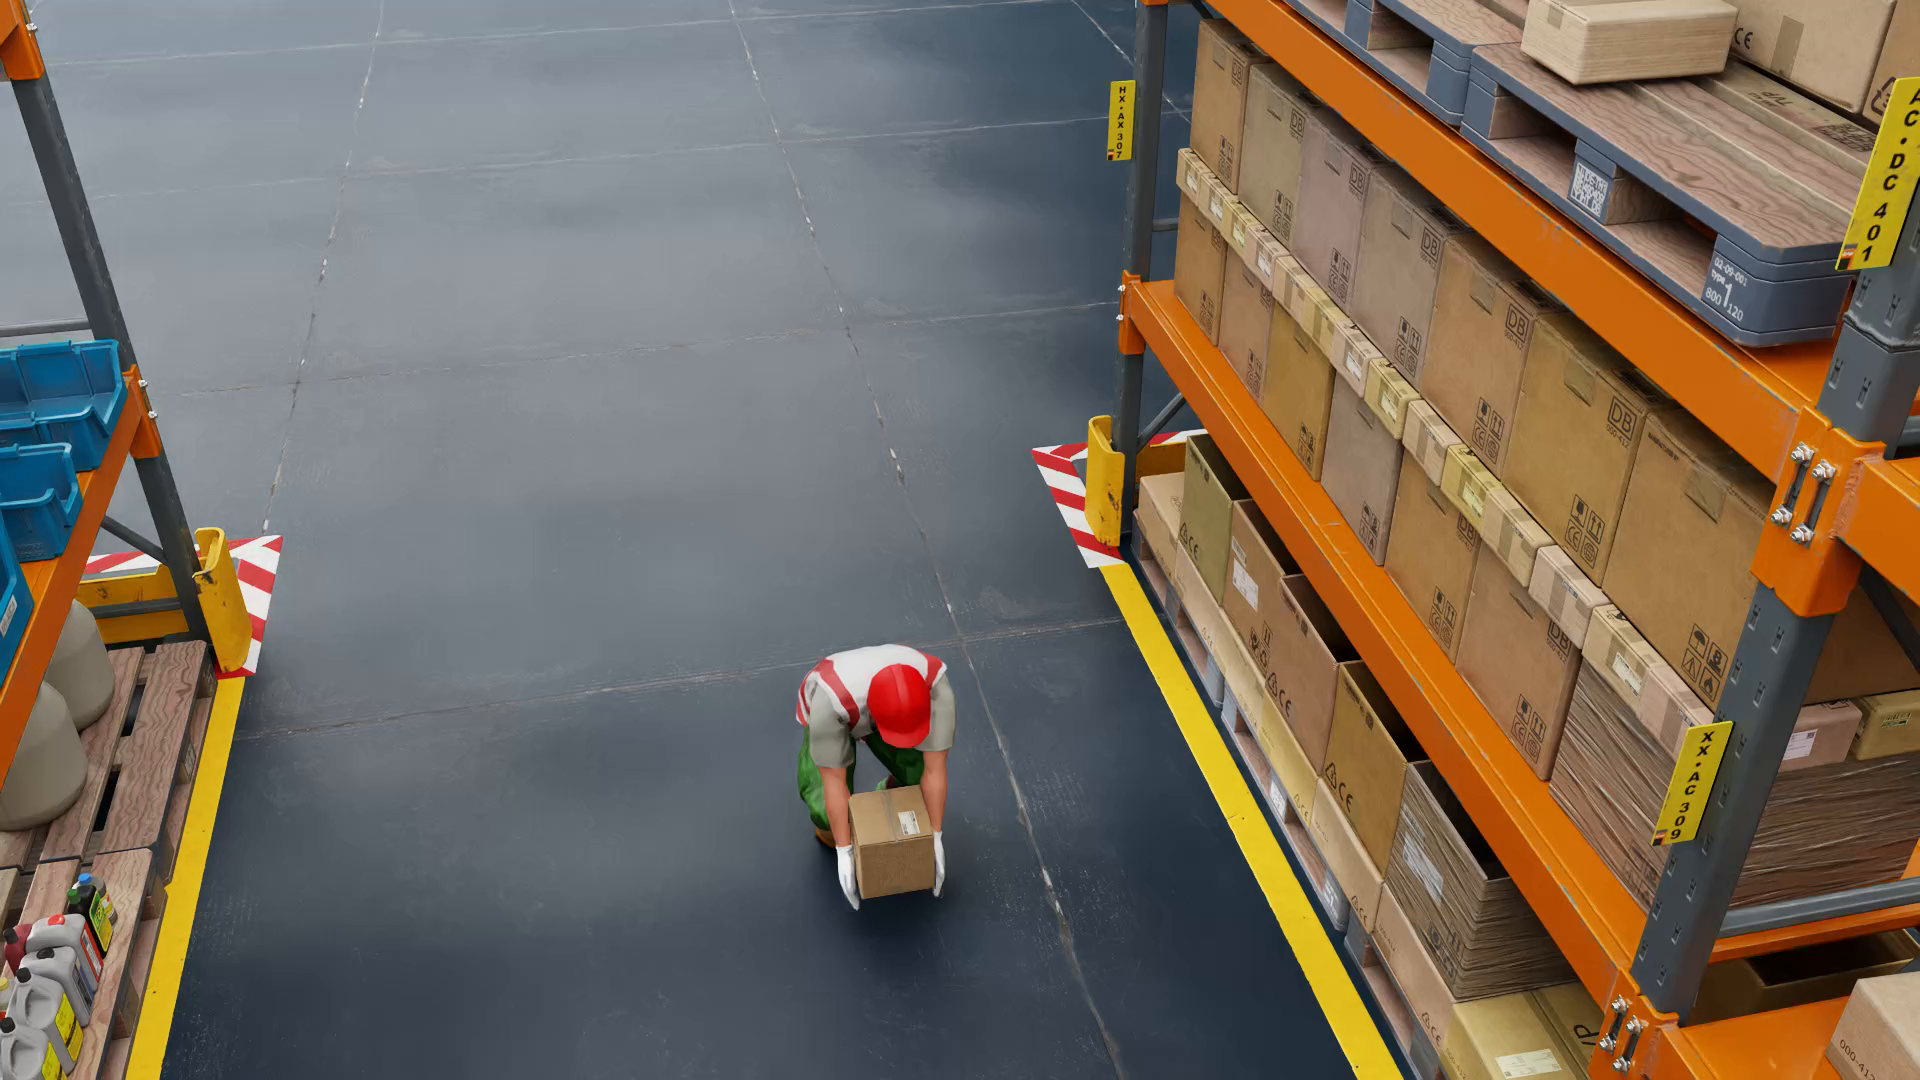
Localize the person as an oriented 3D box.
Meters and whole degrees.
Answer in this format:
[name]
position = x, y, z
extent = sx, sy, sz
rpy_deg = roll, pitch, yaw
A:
[person]
position = -0.298, 0.701, 5.798
extent = 0.553, 0.998, 0.885
rpy_deg = -8, 35, -11
